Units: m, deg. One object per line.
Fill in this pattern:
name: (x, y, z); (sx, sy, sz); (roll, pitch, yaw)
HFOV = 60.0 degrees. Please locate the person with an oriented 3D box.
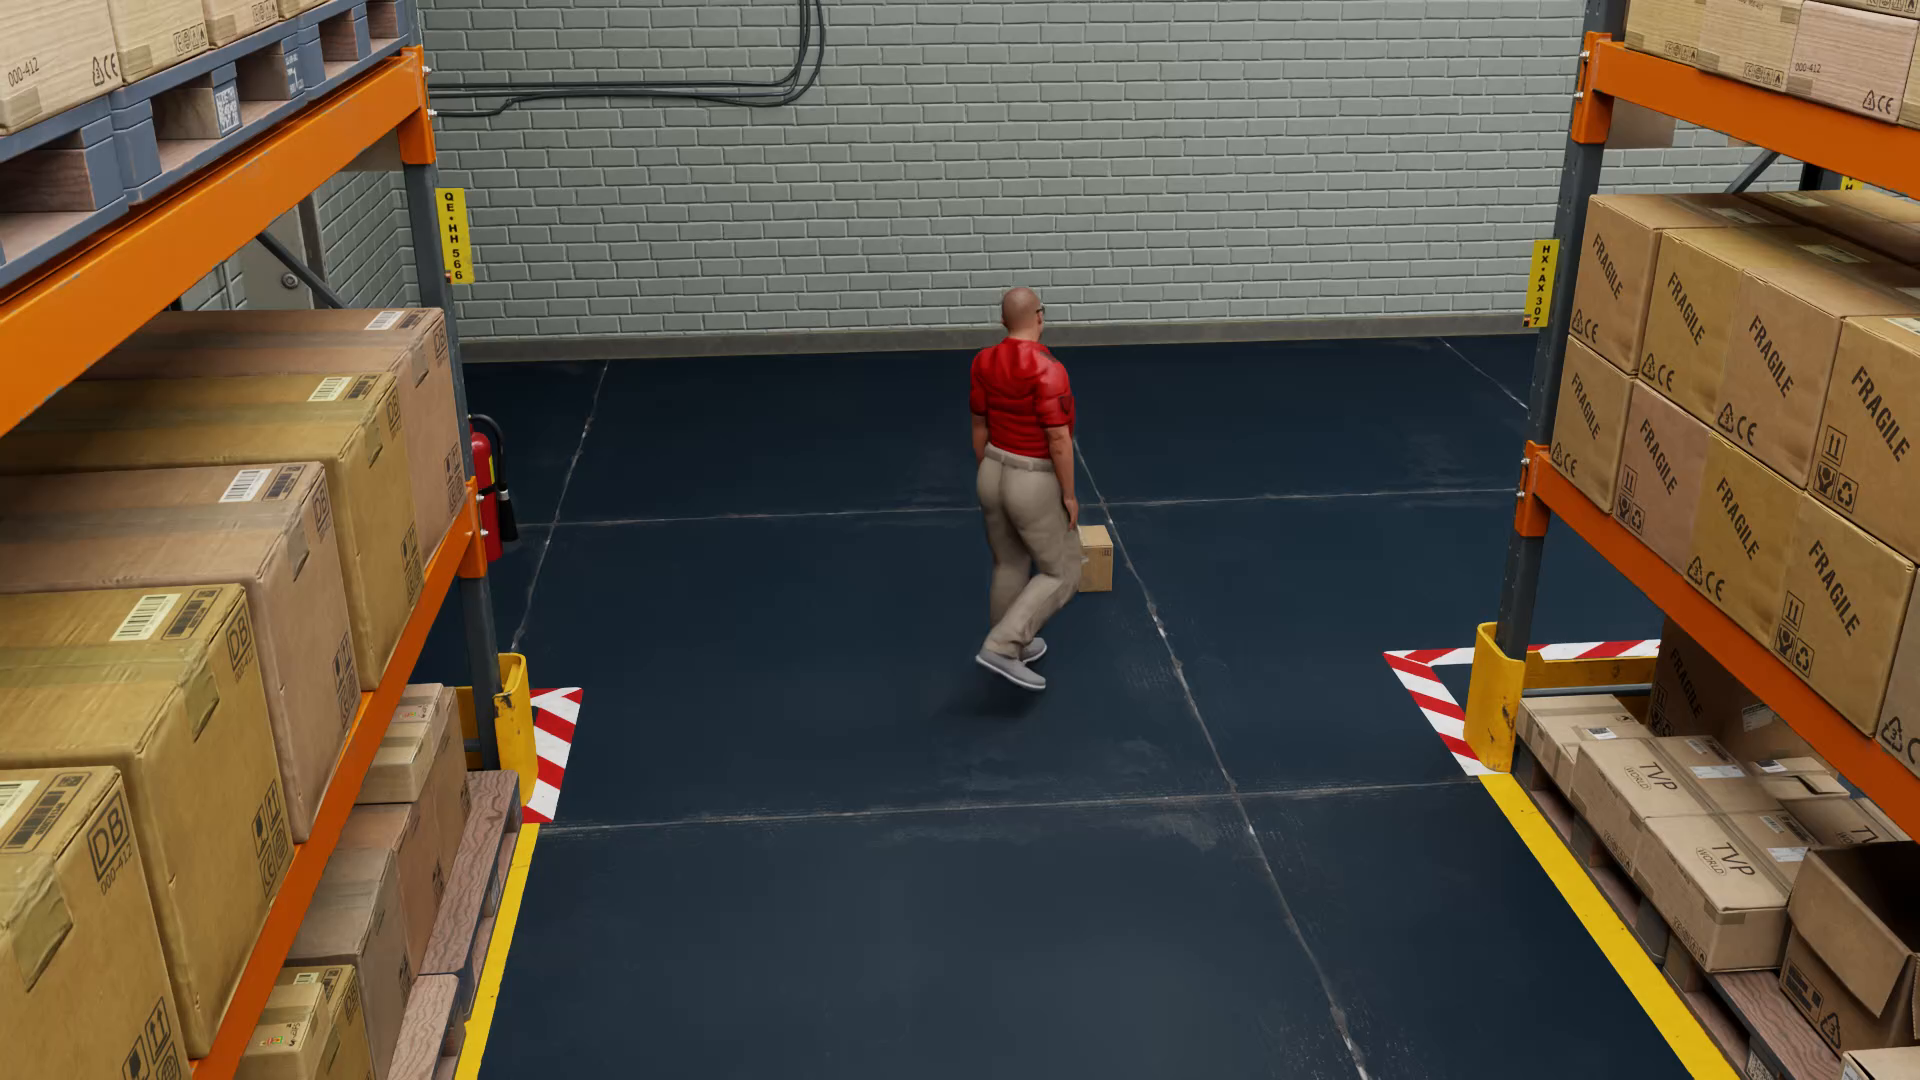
person: (0.222, -0.192, 7.037); (0.588, 1.724, 0.595); (-20, 31, -38)
